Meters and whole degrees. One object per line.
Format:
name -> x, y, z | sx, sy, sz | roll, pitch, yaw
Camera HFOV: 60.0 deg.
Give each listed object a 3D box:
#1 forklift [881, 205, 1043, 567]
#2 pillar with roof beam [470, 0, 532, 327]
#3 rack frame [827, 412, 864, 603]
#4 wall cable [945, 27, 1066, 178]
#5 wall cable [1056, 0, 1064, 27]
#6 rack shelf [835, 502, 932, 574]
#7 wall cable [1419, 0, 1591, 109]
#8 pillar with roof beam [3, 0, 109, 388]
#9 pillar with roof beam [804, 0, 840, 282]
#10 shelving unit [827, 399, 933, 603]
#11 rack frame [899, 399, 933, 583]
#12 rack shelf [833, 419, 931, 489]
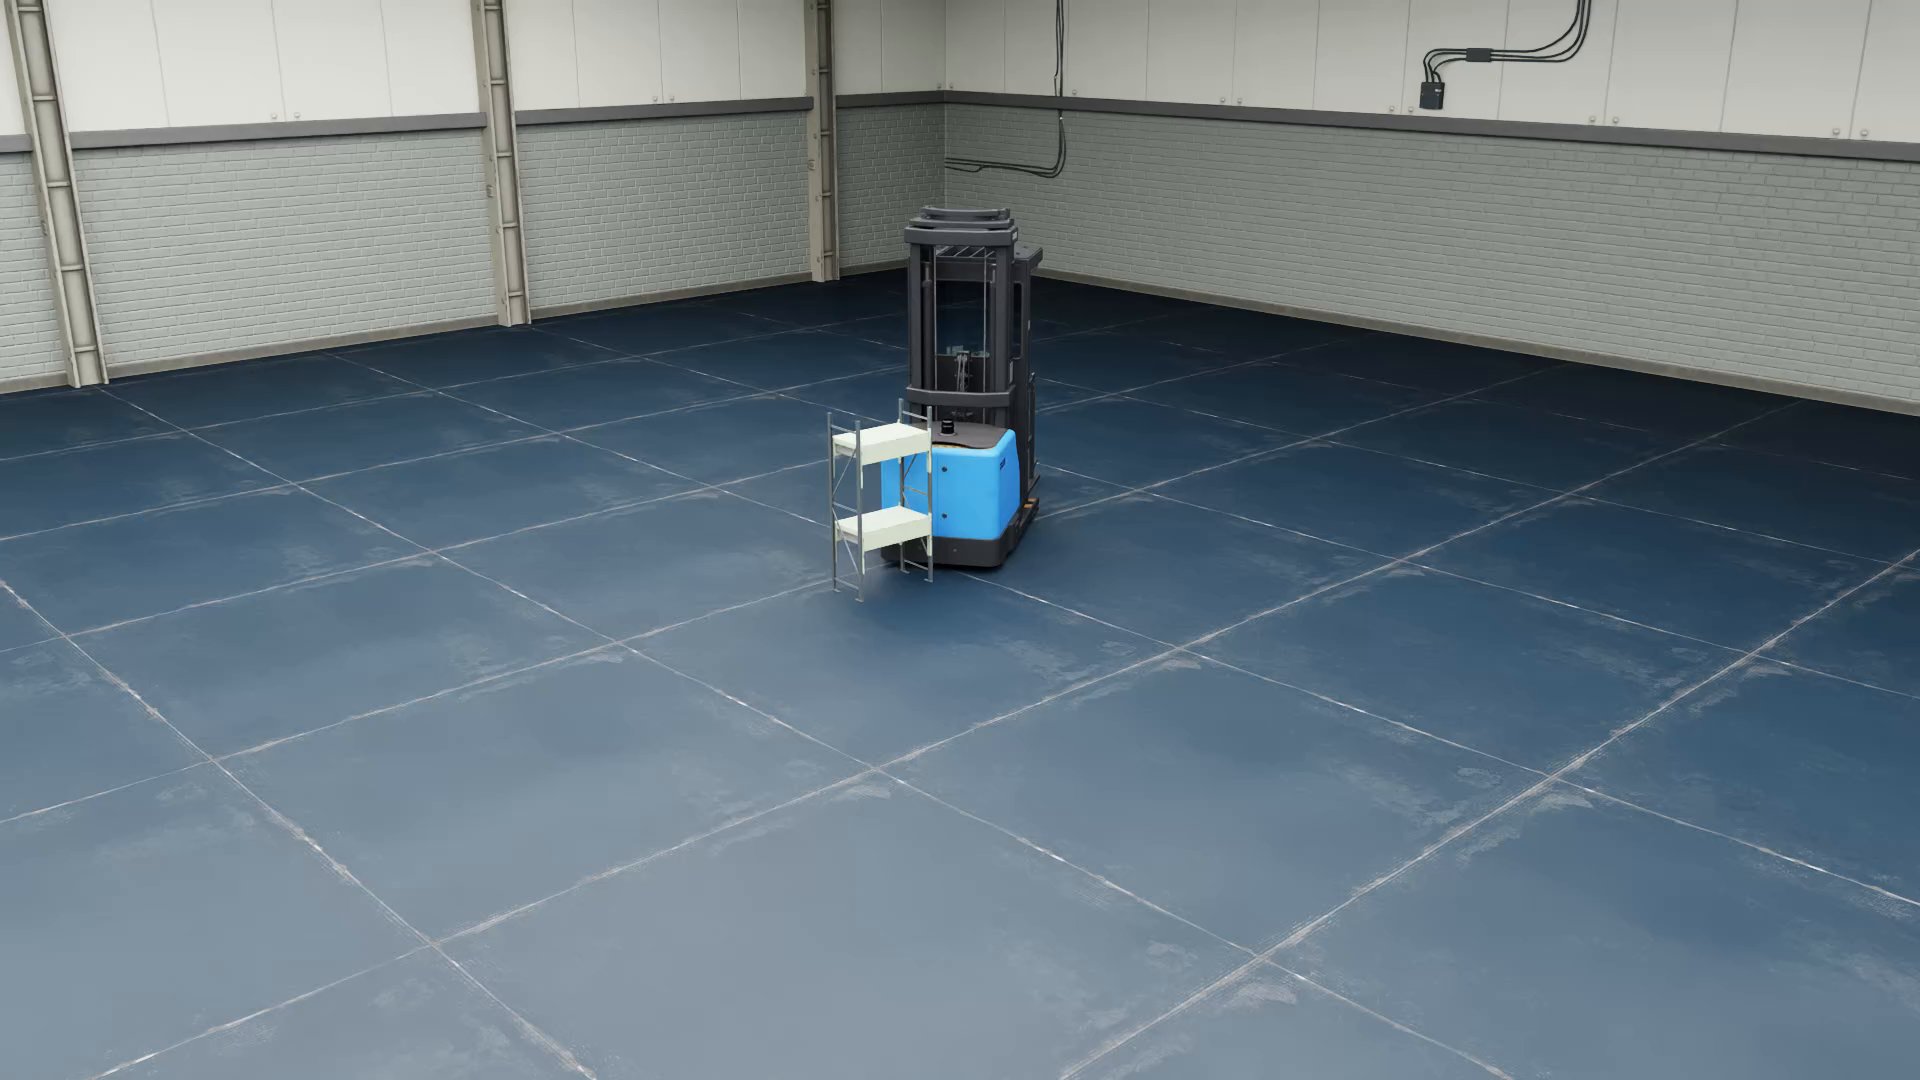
forklift -> 0.132, -1.582, 15.112 | 1.130, 2.935, 3.031 | 4, 18, 12
pillar with roof beam -> -3.744, -6.573, 20.666 | 0.400, 9.000, 9.100 | -16, 24, -41
rack frame -> -0.918, -0.257, 13.344 | 0.023, 1.500, 0.400 | -15, 23, -39
wall cable -> 0.707, -7.660, 29.054 | 0.112, 2.526, 3.097 | -16, 24, -41
wall cable -> 2.565, -9.456, 26.405 | 0.112, 2.526, 3.097 | -16, 24, -41
rack shelf -> -0.642, -0.021, 13.673 | 0.720, 0.370, 0.431 | -15, 23, -39
wall cable -> 7.218, -8.624, 21.478 | 0.169, 6.003, 2.305 | -16, 24, -41
pillar with roof beam -> -8.104, -5.301, 16.745 | 0.400, 9.000, 9.100 | -16, 24, -41
pillar with roof beam -> 0.615, -7.844, 24.588 | 0.400, 9.000, 9.100 | -16, 24, -41
shelving unit -> -0.642, -0.331, 13.572 | 0.755, 1.500, 0.431 | -15, 23, -39
rack frame -> -0.366, -0.405, 13.801 | 0.023, 1.500, 0.400 | -15, 23, -39
rack shelf -> -0.642, -0.702, 13.452 | 0.720, 0.370, 0.431 | -15, 23, -39
